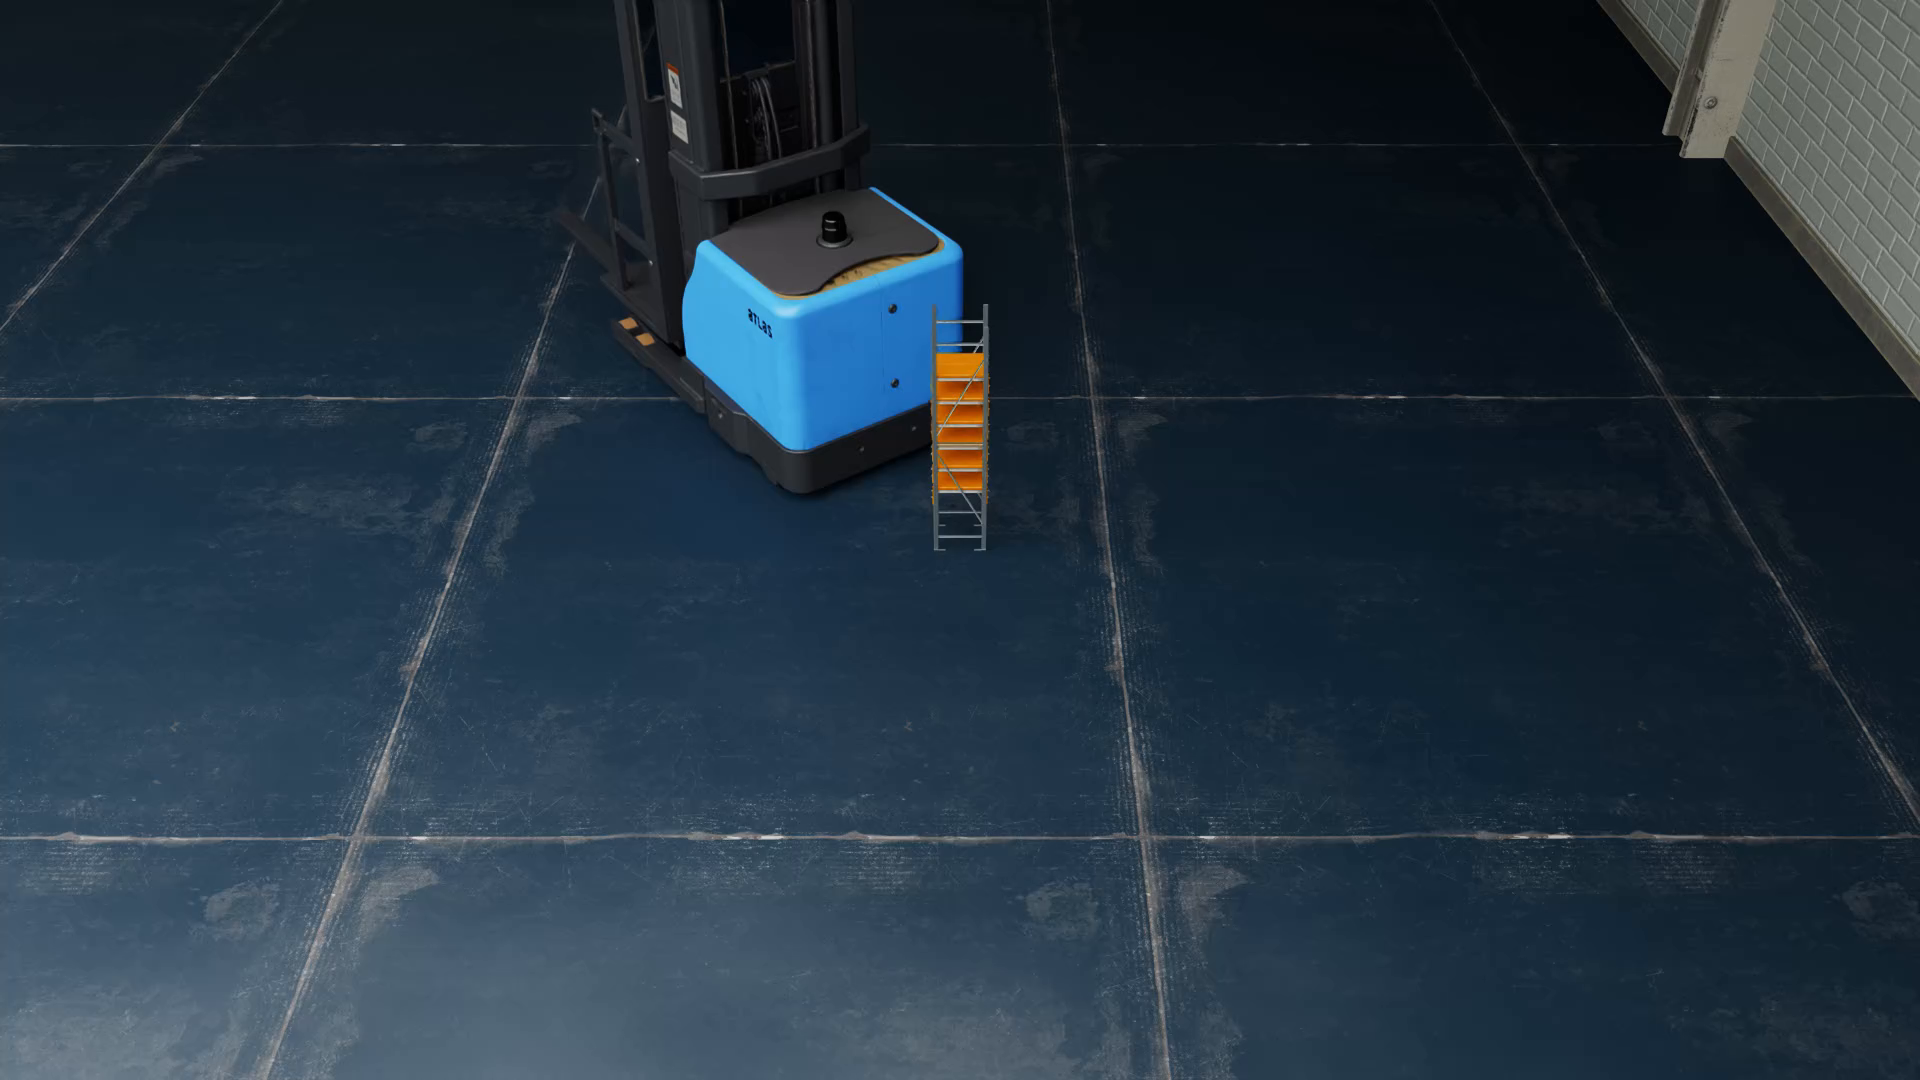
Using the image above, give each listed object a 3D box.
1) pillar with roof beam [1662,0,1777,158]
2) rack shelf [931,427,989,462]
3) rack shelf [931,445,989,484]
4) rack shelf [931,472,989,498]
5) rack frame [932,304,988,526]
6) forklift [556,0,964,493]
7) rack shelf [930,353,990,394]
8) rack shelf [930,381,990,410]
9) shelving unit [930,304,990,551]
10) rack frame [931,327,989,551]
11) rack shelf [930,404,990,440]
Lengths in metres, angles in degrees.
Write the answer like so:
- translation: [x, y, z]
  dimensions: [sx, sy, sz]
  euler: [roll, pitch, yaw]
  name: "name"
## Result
- translation: [0.565, -6.130, 8.203]
  dimensions: [9.100, 9.000, 0.400]
  euler: [0, 39, 0]
  name: "pillar with roof beam"
- translation: [0.000, -0.443, 7.414]
  dimensions: [0.258, 0.103, 0.180]
  euler: [0, 39, 0]
  name: "rack shelf"
- translation: [0.000, -0.349, 7.489]
  dimensions: [0.258, 0.103, 0.180]
  euler: [0, 39, 0]
  name: "rack shelf"
- translation: [0.000, -0.255, 7.564]
  dimensions: [0.258, 0.103, 0.180]
  euler: [0, 39, 0]
  name: "rack shelf"
- translation: [0.000, -0.534, 7.457]
  dimensions: [0.240, 1.200, 0.006]
  euler: [0, 39, 0]
  name: "rack frame"
- translation: [-1.231, -2.244, 8.206]
  dimensions: [1.130, 2.935, 3.031]
  euler: [-24, 45, -27]
  name: "forklift"
- translation: [0.000, -0.724, 7.189]
  dimensions: [0.258, 0.103, 0.180]
  euler: [0, 39, 0]
  name: "rack shelf"
- translation: [0.000, -0.630, 7.264]
  dimensions: [0.258, 0.103, 0.180]
  euler: [0, 39, 0]
  name: "rack shelf"
- translation: [0.000, -0.477, 7.386]
  dimensions: [0.258, 1.200, 0.189]
  euler: [0, 39, 0]
  name: "shelving unit"
- translation: [0.000, -0.420, 7.315]
  dimensions: [0.240, 1.200, 0.006]
  euler: [0, 39, 0]
  name: "rack frame"
- translation: [0.000, -0.536, 7.339]
  dimensions: [0.258, 0.103, 0.180]
  euler: [0, 39, 0]
  name: "rack shelf"
